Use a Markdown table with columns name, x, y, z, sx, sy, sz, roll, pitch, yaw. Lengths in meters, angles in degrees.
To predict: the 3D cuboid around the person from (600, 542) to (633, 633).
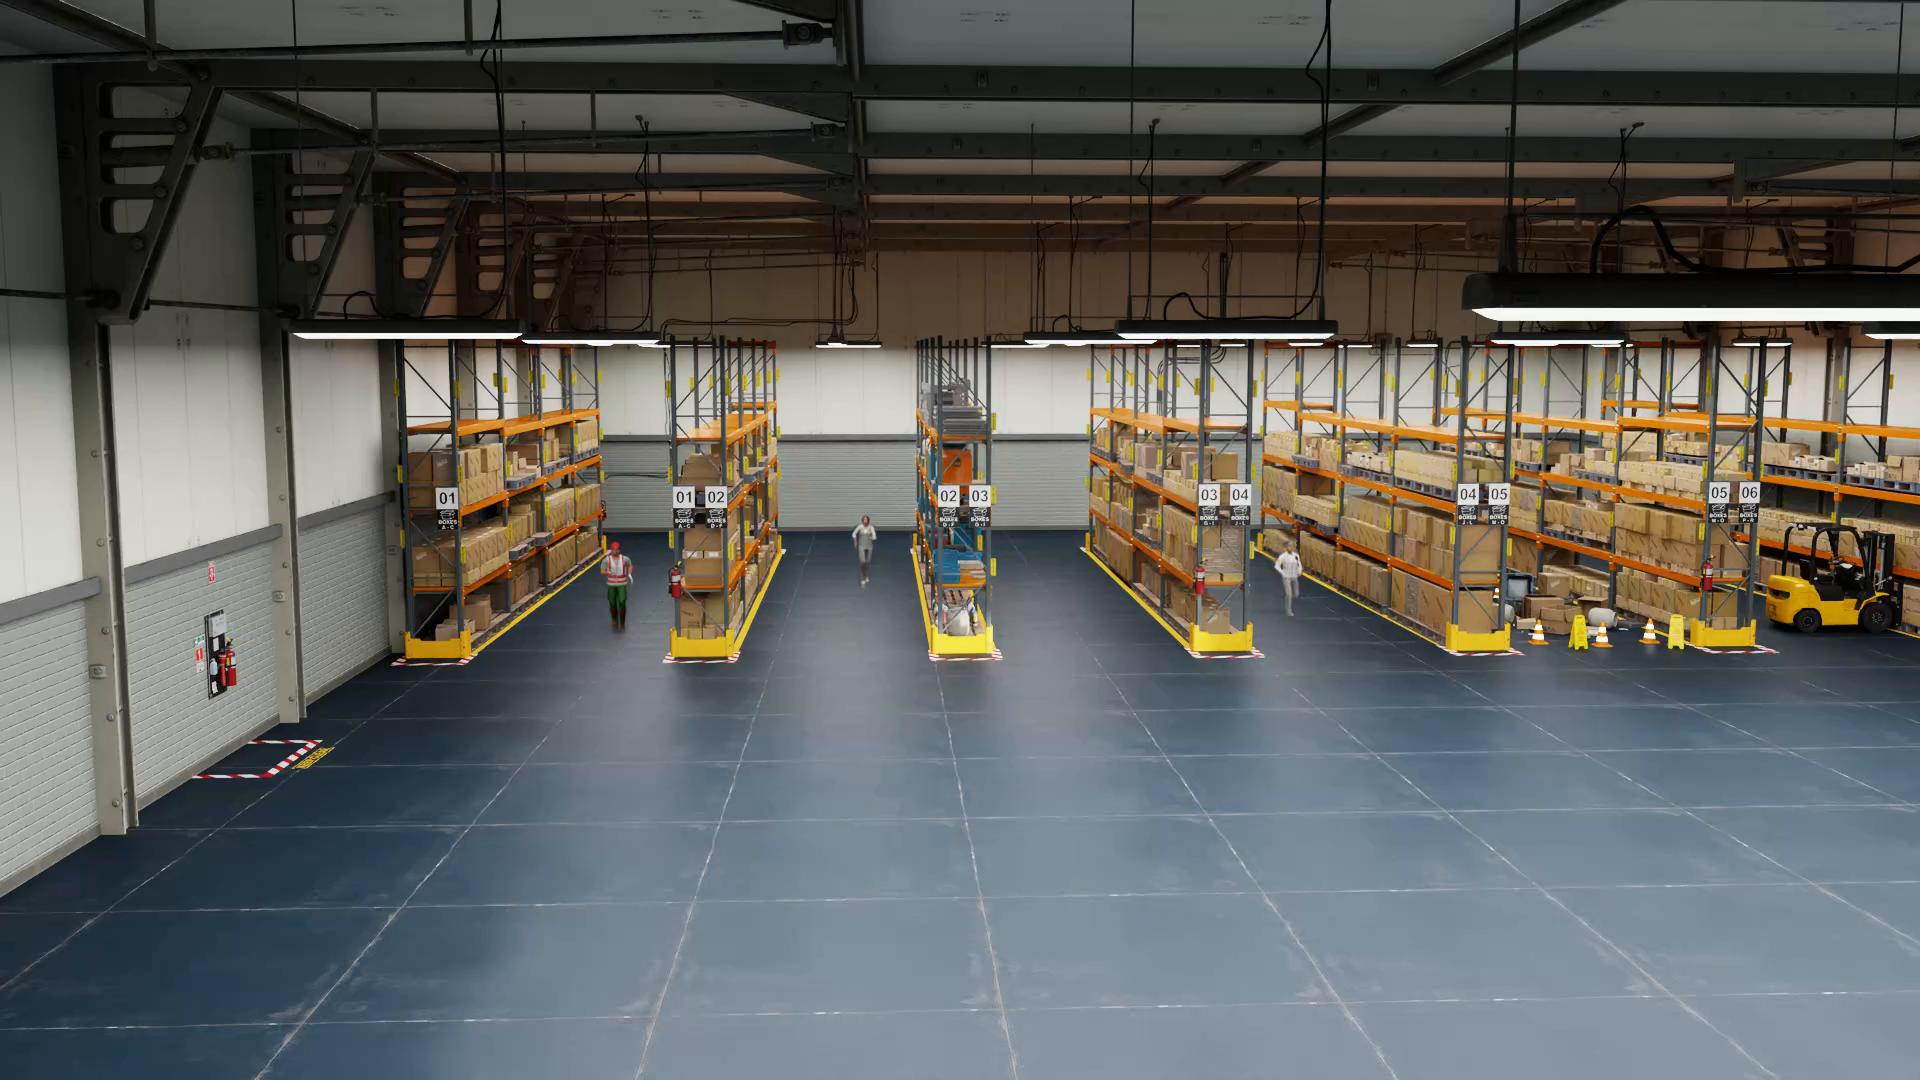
| name | x | y | z | sx | sy | sz | roll | pitch | yaw |
| --- | --- | --- | --- | --- | --- | --- | --- | --- | --- |
| person | -7.033 | 0.958 | 34.106 | 0.648 | 1.845 | 0.799 | -1 | 7 | -10 |

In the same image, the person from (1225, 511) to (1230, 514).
| name | x | y | z | sx | sy | sz | roll | pitch | yaw |
| --- | --- | --- | --- | --- | --- | --- | --- | --- | --- |
| person | 7.414 | -0.381 | 46.725 | 0.649 | 1.692 | 0.882 | 0 | 6 | 2 |

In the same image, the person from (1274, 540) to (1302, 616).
| name | x | y | z | sx | sy | sz | roll | pitch | yaw |
| --- | --- | --- | --- | --- | --- | --- | --- | --- | --- |
| person | 7.129 | 0.808 | 36.080 | 0.615 | 1.647 | 0.589 | -1 | 7 | -10 |

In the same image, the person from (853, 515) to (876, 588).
| name | x | y | z | sx | sy | sz | roll | pitch | yaw |
| --- | --- | --- | --- | --- | --- | --- | --- | --- | --- |
| person | -2.205 | 0.257 | 38.701 | 0.503 | 1.684 | 0.679 | -2 | 7 | -14 |
